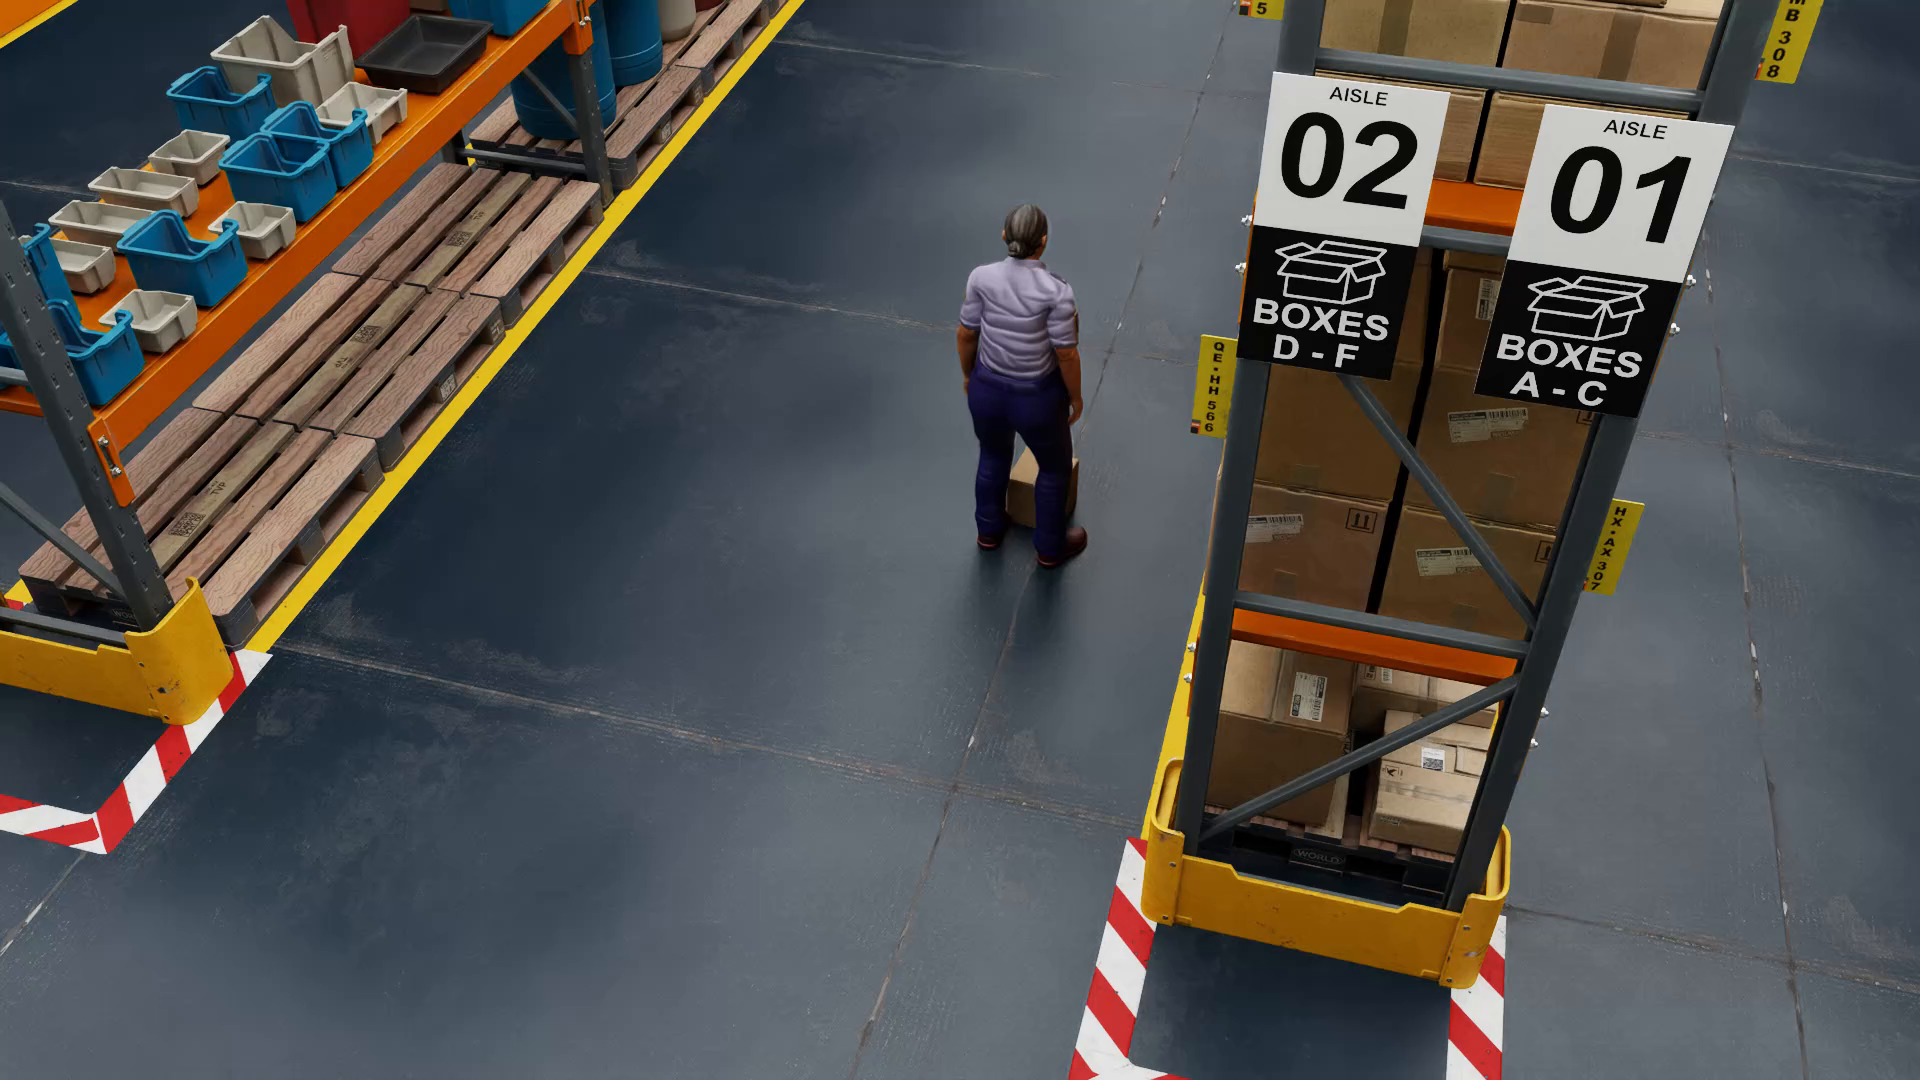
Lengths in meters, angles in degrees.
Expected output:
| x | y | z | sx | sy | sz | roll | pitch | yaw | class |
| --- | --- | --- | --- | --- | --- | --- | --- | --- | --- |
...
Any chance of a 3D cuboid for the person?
| x | y | z | sx | sy | sz | roll | pitch | yaw | class |
| --- | --- | --- | --- | --- | --- | --- | --- | --- | --- |
| 0.269 | -0.620 | 6.871 | 0.562 | 1.651 | 0.338 | 16 | 44 | 18 | person |
